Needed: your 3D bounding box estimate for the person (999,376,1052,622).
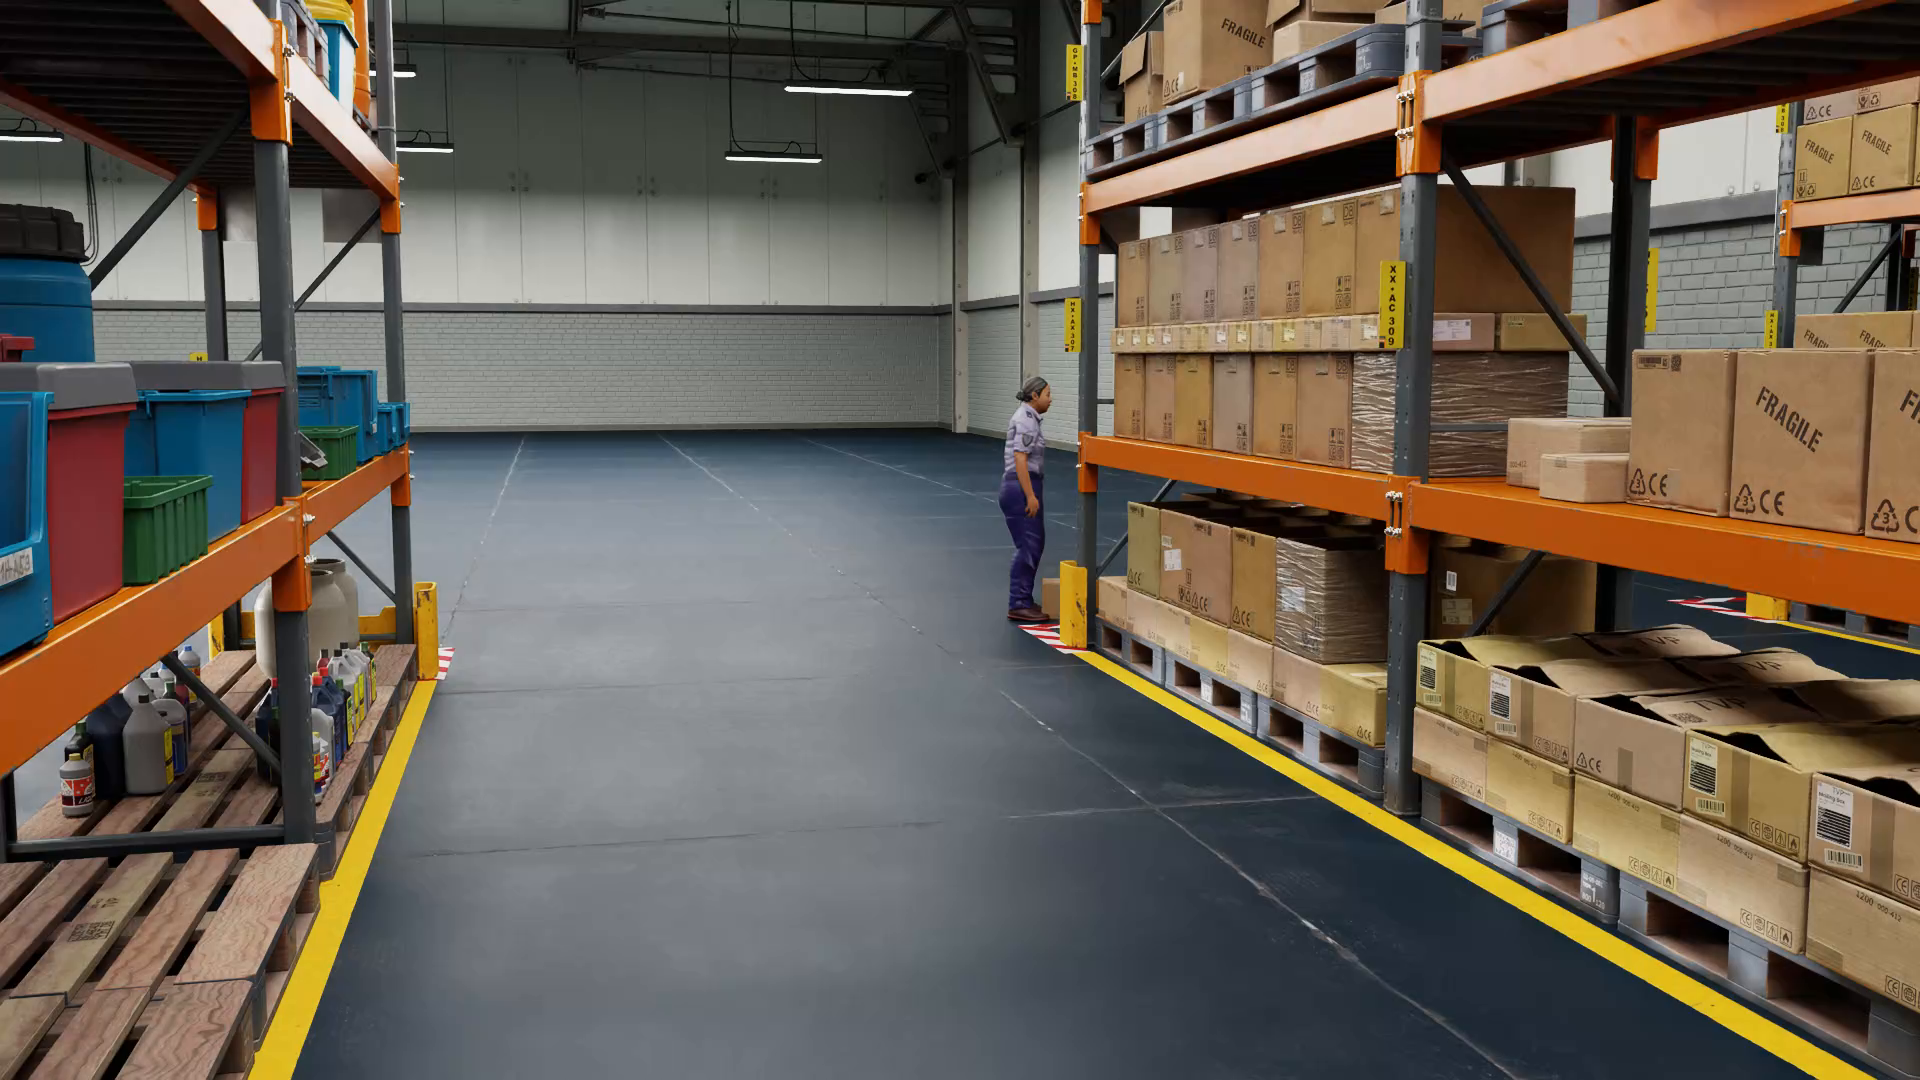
[{"bbox_3d":[0.453,-0.294,11.413,0.368,1.652,0.564,0,6,4],"label":"person"}]
